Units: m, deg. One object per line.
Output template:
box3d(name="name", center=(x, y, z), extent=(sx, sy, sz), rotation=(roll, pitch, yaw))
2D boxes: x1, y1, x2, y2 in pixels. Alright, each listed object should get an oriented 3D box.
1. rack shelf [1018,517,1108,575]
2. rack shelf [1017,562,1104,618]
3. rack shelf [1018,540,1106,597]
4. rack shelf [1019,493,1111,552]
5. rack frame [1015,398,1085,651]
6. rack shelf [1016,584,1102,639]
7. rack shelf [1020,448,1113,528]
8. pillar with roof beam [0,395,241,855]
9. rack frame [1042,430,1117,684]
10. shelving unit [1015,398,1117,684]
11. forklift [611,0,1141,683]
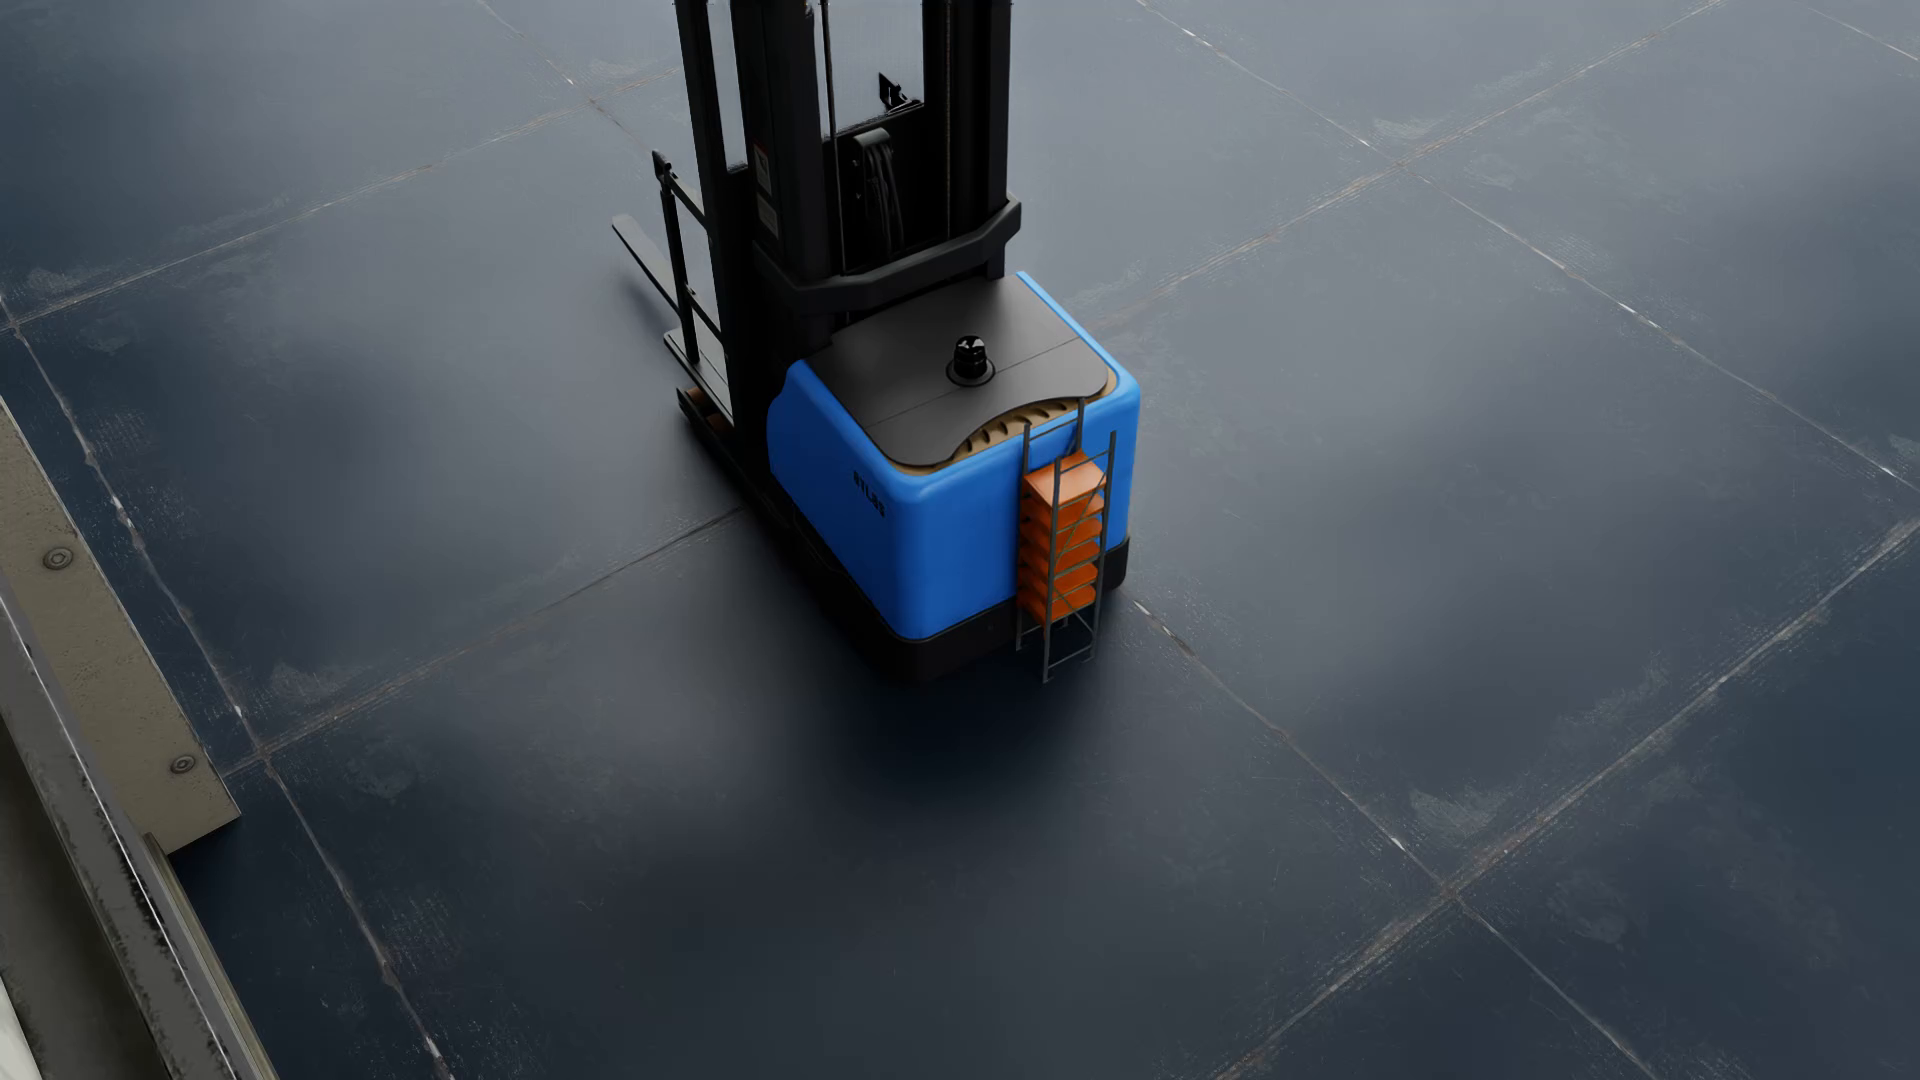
box3d(name="rack shelf", center=(0.363, -0.018, 5.853), extent=(0.258, 0.103, 0.180), rotation=(-25, 52, -21))
box3d(name="rack shelf", center=(0.363, 0.143, 6.031), extent=(0.258, 0.103, 0.180), rotation=(-25, 52, -21))
box3d(name="rack shelf", center=(0.363, 0.063, 5.942), extent=(0.258, 0.103, 0.180), rotation=(-25, 52, -21))
box3d(name="rack shelf", center=(0.363, -0.098, 5.764), extent=(0.258, 0.103, 0.180), rotation=(-25, 52, -21))
box3d(name="rack frame", center=(0.314, -0.024, 5.961), extent=(0.240, 1.200, 0.006), rotation=(-25, 52, -21))
box3d(name="rack shelf", center=(0.363, 0.224, 6.120), extent=(0.258, 0.103, 0.180), rotation=(-25, 52, -21))
box3d(name="rack shelf", center=(0.363, -0.179, 5.675), extent=(0.258, 0.103, 0.180), rotation=(-25, 52, -21))
box3d(name="pillar with roof beam", center=(0.648, -4.032, 4.330), extent=(9.100, 9.000, 0.400), rotation=(-29, 54, -24))
box3d(name="rack frame", center=(0.411, 0.090, 5.857), extent=(0.240, 1.200, 0.006), rotation=(-25, 52, -21))
box3d(name="shelving unit", center=(0.363, 0.033, 5.909), extent=(0.258, 1.200, 0.189), rotation=(-25, 52, -21))
box3d(name="forklift", center=(-0.556, -1.532, 6.159), extent=(1.130, 2.935, 3.031), rotation=(-25, 52, -21))
